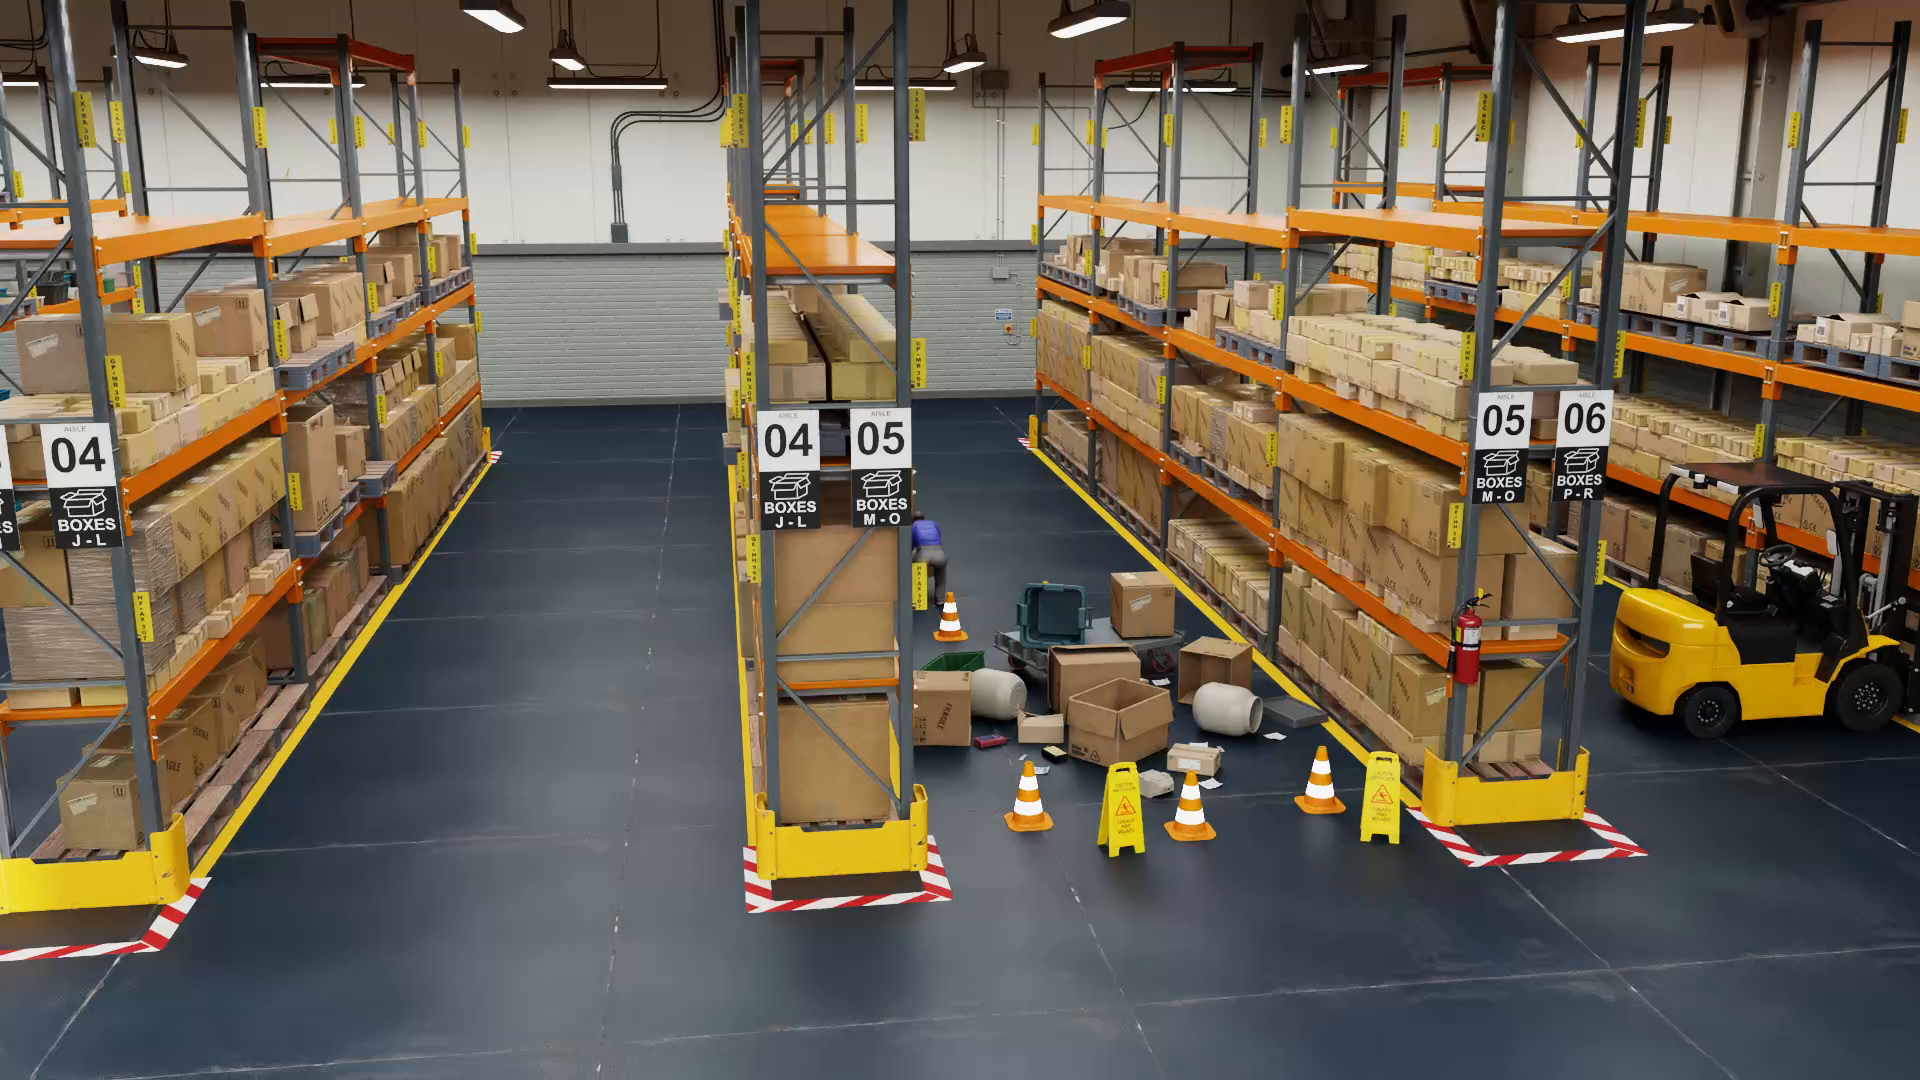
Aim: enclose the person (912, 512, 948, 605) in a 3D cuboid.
[{"bbox_3d":[-0.382,0.207,18.217,0.465,0.936,0.865,-2,13,-10],"label":"person"}]
